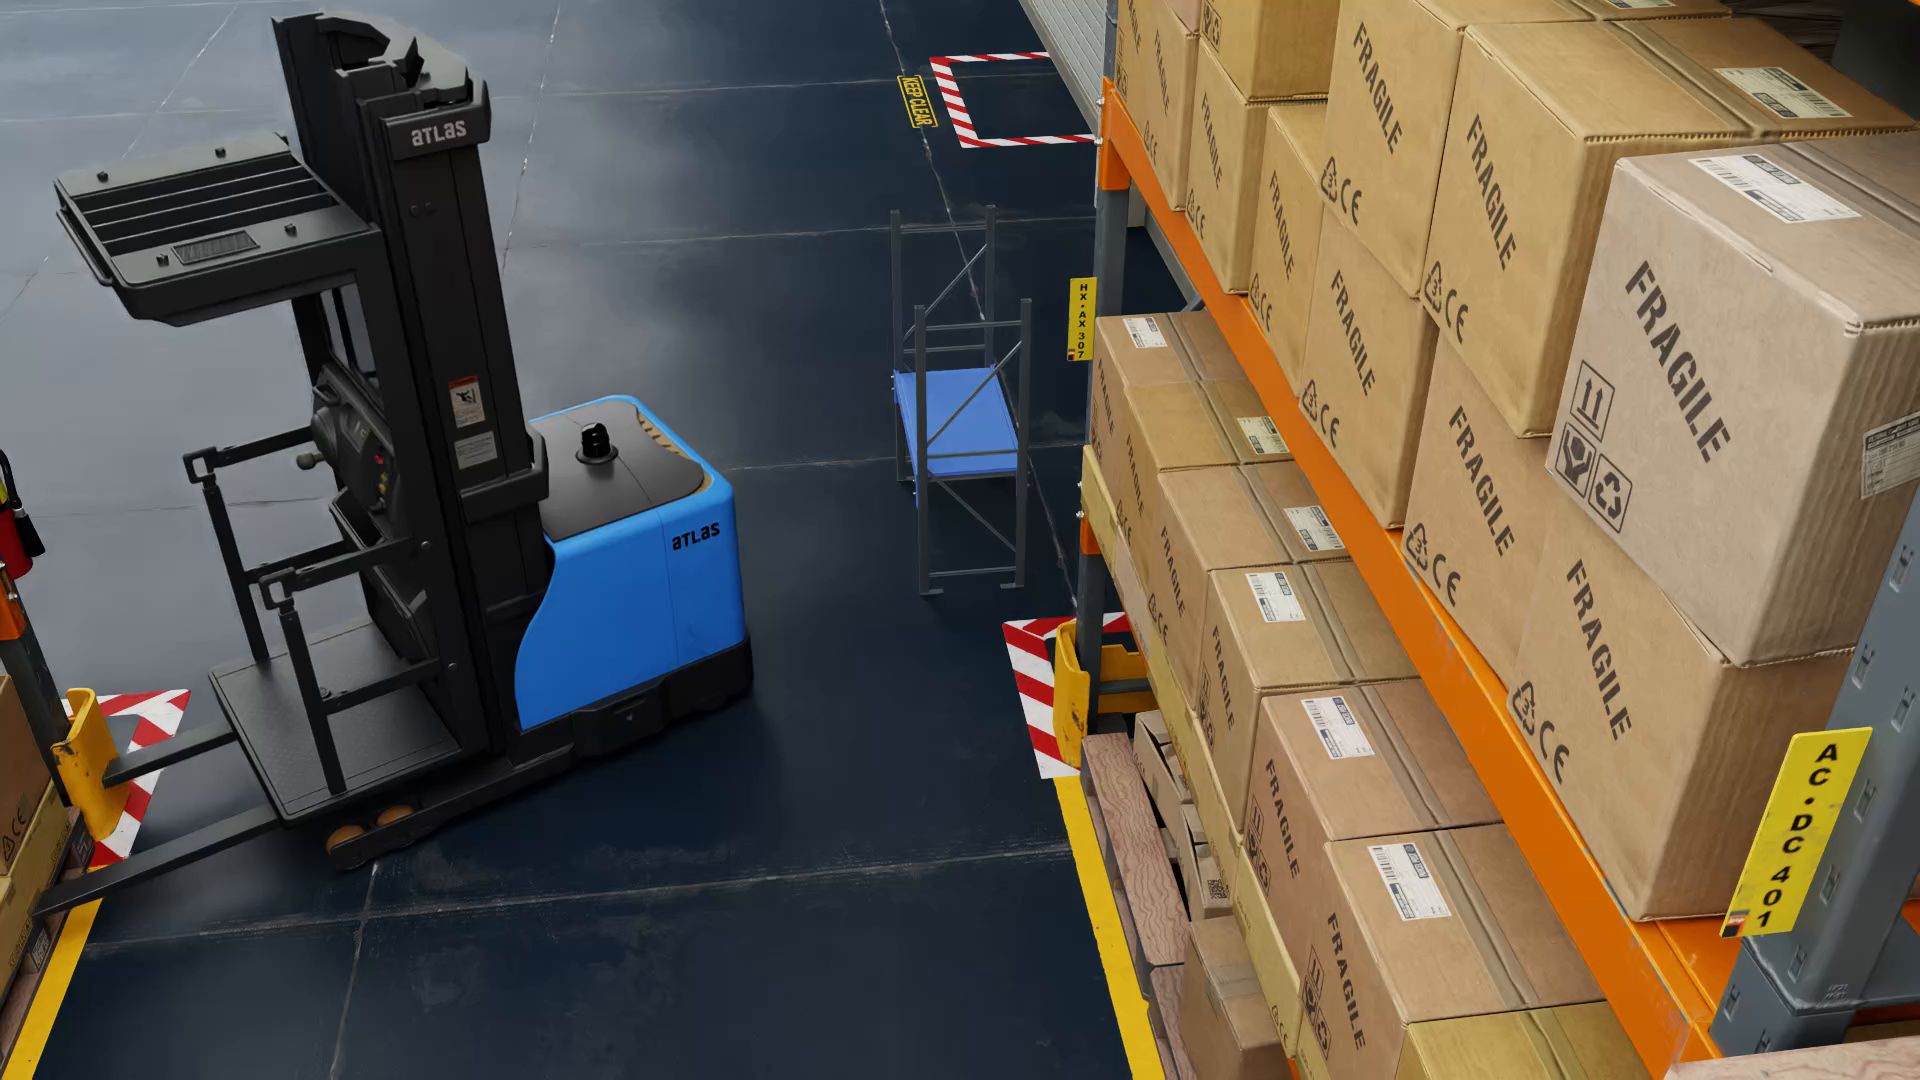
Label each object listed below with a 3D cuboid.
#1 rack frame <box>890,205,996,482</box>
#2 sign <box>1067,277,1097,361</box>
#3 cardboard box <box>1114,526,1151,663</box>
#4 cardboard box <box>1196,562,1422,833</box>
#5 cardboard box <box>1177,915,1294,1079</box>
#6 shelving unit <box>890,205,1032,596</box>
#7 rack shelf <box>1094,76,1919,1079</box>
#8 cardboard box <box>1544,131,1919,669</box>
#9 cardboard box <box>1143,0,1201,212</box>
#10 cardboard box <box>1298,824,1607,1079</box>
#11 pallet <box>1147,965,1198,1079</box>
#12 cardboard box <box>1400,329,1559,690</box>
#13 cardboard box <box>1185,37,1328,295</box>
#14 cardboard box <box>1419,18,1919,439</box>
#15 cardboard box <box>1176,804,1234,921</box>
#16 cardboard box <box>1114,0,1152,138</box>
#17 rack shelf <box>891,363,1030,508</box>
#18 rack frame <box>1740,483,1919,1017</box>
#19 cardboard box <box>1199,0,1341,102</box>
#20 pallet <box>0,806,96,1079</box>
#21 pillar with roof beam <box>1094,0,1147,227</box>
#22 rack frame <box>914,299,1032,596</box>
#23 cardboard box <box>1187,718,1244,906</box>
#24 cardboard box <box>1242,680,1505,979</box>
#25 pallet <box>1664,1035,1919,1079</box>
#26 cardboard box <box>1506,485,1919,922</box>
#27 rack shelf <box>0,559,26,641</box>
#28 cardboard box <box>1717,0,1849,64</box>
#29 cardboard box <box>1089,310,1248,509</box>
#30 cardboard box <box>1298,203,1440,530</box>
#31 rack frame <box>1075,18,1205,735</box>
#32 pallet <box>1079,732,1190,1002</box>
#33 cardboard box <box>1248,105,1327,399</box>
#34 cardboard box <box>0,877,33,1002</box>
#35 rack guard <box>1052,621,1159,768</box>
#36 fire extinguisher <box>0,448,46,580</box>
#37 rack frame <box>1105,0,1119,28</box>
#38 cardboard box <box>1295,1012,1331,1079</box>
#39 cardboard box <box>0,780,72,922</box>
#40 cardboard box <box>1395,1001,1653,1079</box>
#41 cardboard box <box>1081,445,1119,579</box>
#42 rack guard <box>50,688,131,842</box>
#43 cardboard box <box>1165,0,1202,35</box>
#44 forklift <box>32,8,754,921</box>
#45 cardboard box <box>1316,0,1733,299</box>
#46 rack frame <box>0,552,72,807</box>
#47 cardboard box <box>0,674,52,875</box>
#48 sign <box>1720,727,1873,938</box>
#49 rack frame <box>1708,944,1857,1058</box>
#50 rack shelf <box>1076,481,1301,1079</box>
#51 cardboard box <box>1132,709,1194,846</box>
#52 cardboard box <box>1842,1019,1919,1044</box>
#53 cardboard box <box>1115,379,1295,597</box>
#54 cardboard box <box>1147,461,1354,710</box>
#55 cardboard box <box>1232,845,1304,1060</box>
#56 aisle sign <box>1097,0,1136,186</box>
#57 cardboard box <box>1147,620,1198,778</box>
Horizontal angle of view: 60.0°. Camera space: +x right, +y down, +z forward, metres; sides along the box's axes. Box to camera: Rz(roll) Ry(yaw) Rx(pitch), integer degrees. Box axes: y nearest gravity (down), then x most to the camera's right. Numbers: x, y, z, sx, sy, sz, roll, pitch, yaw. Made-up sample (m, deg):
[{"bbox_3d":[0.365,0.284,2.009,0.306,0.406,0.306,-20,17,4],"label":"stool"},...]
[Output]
[{"bbox_3d":[-0.080,-0.951,8.314,0.500,1.500,0.032,-4,35,-6],"label":"rack frame"},{"bbox_3d":[0.442,-0.792,5.980,0.100,0.325,0.005,-4,35,-6],"label":"sign"},{"bbox_3d":[0.814,0.163,5.462,0.500,0.250,0.500,-5,35,-8],"label":"cardboard box"},{"bbox_3d":[0.947,0.410,4.434,0.500,0.500,0.500,-3,34,-5],"label":"cardboard box"},{"bbox_3d":[1.109,1.500,5.215,0.700,0.500,0.500,-6,35,-9],"label":"cardboard box"},{"bbox_3d":[-0.011,-0.667,7.897,0.538,1.500,1.048,-4,35,-6],"label":"shelving unit"},{"bbox_3d":[1.248,-0.302,4.004,1.077,0.370,4.000,-4,35,-6],"label":"rack shelf"},{"bbox_3d":[1.181,-0.205,2.229,0.500,0.500,0.500,-7,35,-10],"label":"cardboard box"},{"bbox_3d":[0.813,-1.257,4.660,0.500,0.500,0.500,-2,34,-3],"label":"cardboard box"},{"bbox_3d":[1.074,0.982,3.595,0.500,0.500,0.500,-5,35,-7],"label":"cardboard box"},{"bbox_3d":[1.225,1.854,5.341,1.003,0.211,1.213,-4,35,-6],"label":"pallet"},{"bbox_3d":[1.149,-0.079,2.932,0.500,0.500,0.500,-7,35,-10],"label":"cardboard box"},{"bbox_3d":[0.887,-0.967,4.236,0.500,0.500,0.500,-3,34,-4],"label":"cardboard box"},{"bbox_3d":[1.097,-0.511,2.679,0.500,0.500,0.500,-3,34,-4],"label":"cardboard box"},{"bbox_3d":[1.060,1.165,5.874,0.500,0.311,0.500,-2,34,-2],"label":"cardboard box"},{"bbox_3d":[0.777,-1.559,5.104,0.500,0.500,0.500,-4,34,-5],"label":"cardboard box"},{"bbox_3d":[-0.011,-0.519,7.999,0.538,0.185,1.000,-4,35,-6],"label":"rack shelf"},{"bbox_3d":[1.517,-0.723,1.319,1.000,3.000,0.127,-4,35,-6],"label":"rack frame"},{"bbox_3d":[0.888,-1.376,3.947,0.500,0.500,0.500,-3,34,-5],"label":"cardboard box"},{"bbox_3d":[-3.785,1.477,5.894,1.003,0.211,1.213,-4,35,-6],"label":"pallet"},{"bbox_3d":[-3.142,-5.652,8.552,9.100,9.000,0.400,-4,35,-6],"label":"pillar with roof beam"},{"bbox_3d":[0.057,-0.384,7.481,0.500,1.500,0.032,-4,35,-6],"label":"rack frame"},{"bbox_3d":[0.943,0.730,4.630,0.500,0.250,0.500,-4,34,-6],"label":"cardboard box"},{"bbox_3d":[1.017,0.700,4.009,0.500,0.500,0.500,-5,35,-8],"label":"cardboard box"},{"bbox_3d":[1.495,0.947,1.700,1.213,0.211,1.003,-4,35,-6],"label":"pallet"},{"bbox_3d":[1.204,0.203,2.518,0.500,0.500,0.500,-3,34,-5],"label":"cardboard box"},{"bbox_3d":[-3.660,1.315,4.296,1.077,0.370,4.000,-4,35,-6],"label":"rack shelf"},{"bbox_3d":[1.485,-1.095,3.536,0.500,0.500,0.500,-4,35,-6],"label":"cardboard box"},{"bbox_3d":[0.746,-0.443,5.685,0.500,0.500,0.500,-4,35,-6],"label":"cardboard box"},{"bbox_3d":[1.037,-0.385,3.381,0.500,0.500,0.500,-6,35,-8],"label":"cardboard box"},{"bbox_3d":[0.979,-0.476,6.284,1.000,3.000,0.127,-4,35,-6],"label":"rack frame"},{"bbox_3d":[1.064,1.175,6.338,1.003,0.211,1.213,-4,35,-6],"label":"pallet"},{"bbox_3d":[0.980,-0.670,3.799,0.500,0.500,0.500,-2,34,-3],"label":"cardboard box"},{"bbox_3d":[-3.485,1.419,5.572,0.500,0.250,0.500,-4,35,-6],"label":"cardboard box"},{"bbox_3d":[0.990,0.600,6.926,1.175,0.500,0.348,-4,35,-6],"label":"rack guard"},{"bbox_3d":[-3.484,-0.167,5.901,0.296,0.674,0.183,-4,35,-6],"label":"fire extinguisher"},{"bbox_3d":[0.979,-2.955,4.595,1.000,3.000,0.127,-4,35,-6],"label":"rack frame"},{"bbox_3d":[1.094,1.290,3.809,0.500,0.250,0.500,-4,35,-6],"label":"cardboard box"},{"bbox_3d":[-3.564,1.141,5.980,0.500,0.250,0.500,-4,35,-6],"label":"cardboard box"},{"bbox_3d":[1.147,1.260,3.187,0.500,0.500,0.500,-4,35,-6],"label":"cardboard box"},{"bbox_3d":[0.730,-0.126,5.886,0.500,0.250,0.500,-5,35,-8],"label":"cardboard box"},{"bbox_3d":[-3.932,0.921,6.454,1.175,0.500,0.348,-4,35,-6],"label":"rack guard"},{"bbox_3d":[0.808,-1.661,4.365,0.500,0.500,0.500,-5,35,-7],"label":"cardboard box"},{"bbox_3d":[-2.398,-0.287,6.068,3.031,2.935,1.130,-22,40,-28],"label":"forklift"},{"bbox_3d":[1.016,-0.800,3.103,0.500,0.500,0.500,-6,35,-8],"label":"cardboard box"},{"bbox_3d":[-3.929,-0.098,5.731,1.000,3.000,0.127,-4,35,-6],"label":"rack frame"},{"bbox_3d":[-3.562,0.831,5.770,0.500,0.500,0.500,-4,35,-6],"label":"cardboard box"},{"bbox_3d":[0.981,0.349,1.952,0.100,0.325,0.005,-4,35,-6],"label":"sign"},{"bbox_3d":[1.517,1.757,3.009,1.000,3.000,0.127,-4,35,-6],"label":"rack frame"},{"bbox_3d":[1.248,0.938,4.849,1.077,0.370,4.000,-4,35,-6],"label":"rack shelf"},{"bbox_3d":[0.983,0.847,6.341,0.500,0.311,0.500,-8,35,-12],"label":"cardboard box"},{"bbox_3d":[1.661,1.222,3.242,0.500,0.500,0.500,-5,35,-7],"label":"cardboard box"},{"bbox_3d":[0.802,-0.166,5.280,0.500,0.500,0.500,-4,35,-6],"label":"cardboard box"},{"bbox_3d":[0.865,0.123,4.856,0.500,0.500,0.500,-5,35,-8],"label":"cardboard box"},{"bbox_3d":[1.011,1.011,4.219,0.500,0.250,0.500,-5,35,-7],"label":"cardboard box"},{"bbox_3d":[0.672,-1.567,5.578,0.394,0.787,0.004,-4,35,-6],"label":"aisle sign"},{"bbox_3d":[0.877,0.448,5.045,0.500,0.250,0.500,-5,35,-7],"label":"cardboard box"}]
